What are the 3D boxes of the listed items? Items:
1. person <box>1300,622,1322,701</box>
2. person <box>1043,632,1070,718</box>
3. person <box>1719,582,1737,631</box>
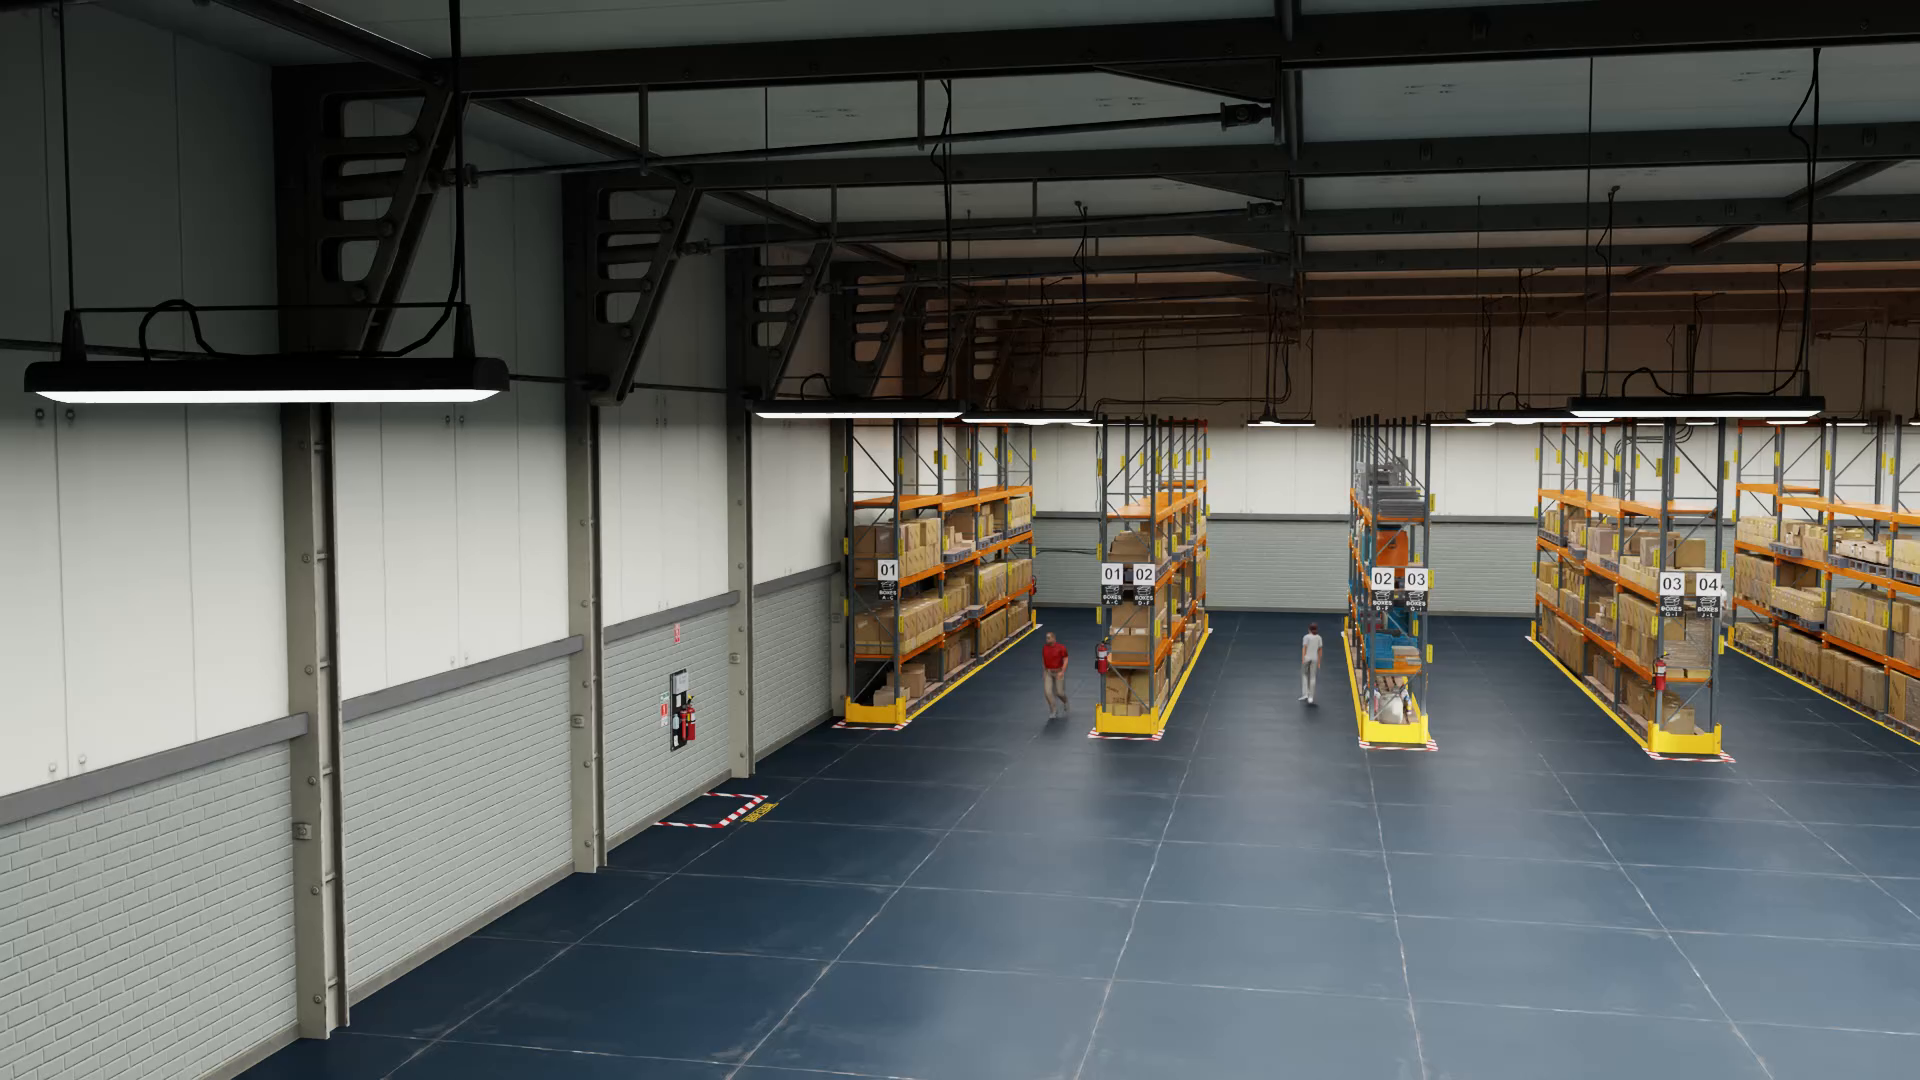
[{"bbox_3d":[7.394,2.588,34.977,0.449,1.714,0.595,1,4,9],"label":"person"},{"bbox_3d":[1.906,2.675,33.173,0.591,1.699,0.649,2,4,25],"label":"person"},{"bbox_3d":[20.674,1.902,45.082,0.898,1.617,0.509,0,4,-1],"label":"person"}]
